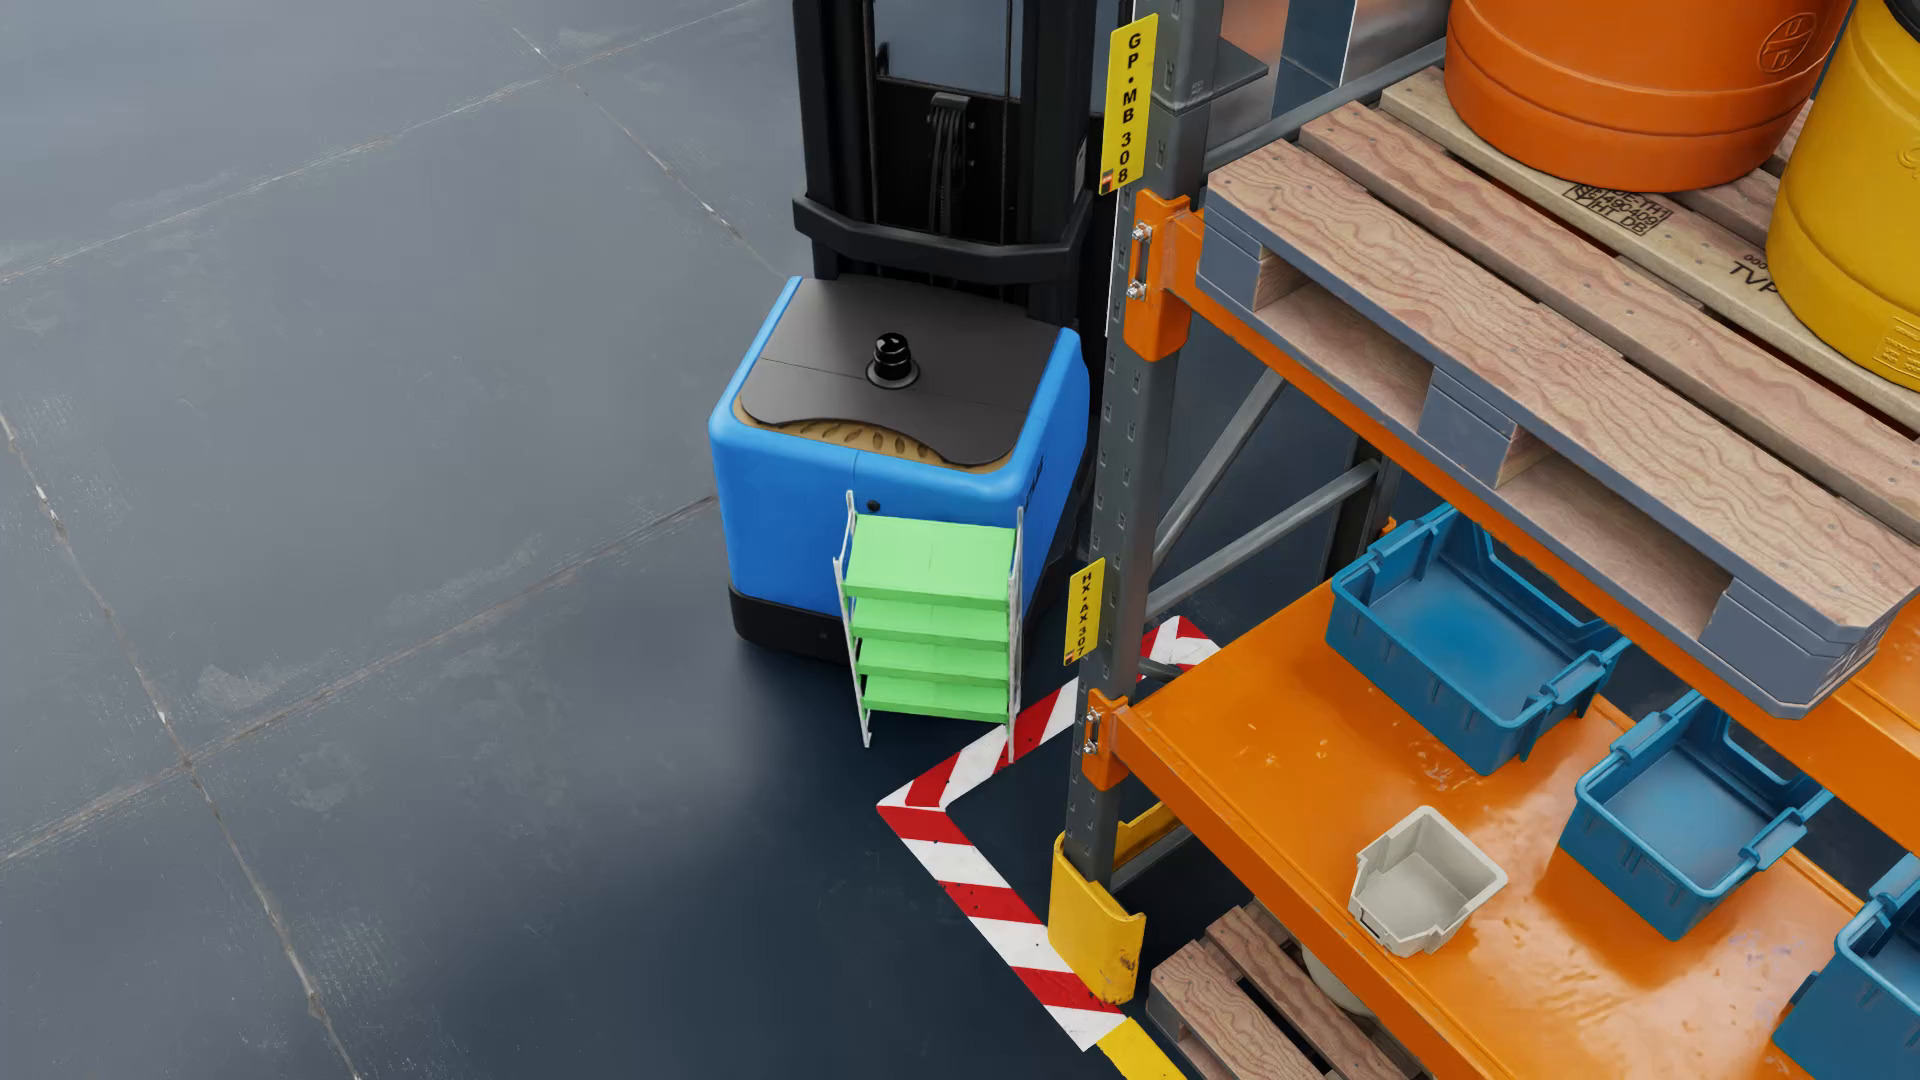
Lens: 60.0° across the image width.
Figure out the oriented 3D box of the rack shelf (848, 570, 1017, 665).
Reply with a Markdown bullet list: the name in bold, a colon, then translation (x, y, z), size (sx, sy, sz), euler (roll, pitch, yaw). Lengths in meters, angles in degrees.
- **rack shelf**: translation (-0.076, 0.209, 4.995), size (0.480, 0.148, 0.258), euler (5, 58, 5)

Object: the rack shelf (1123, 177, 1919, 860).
- **rack shelf**: translation (1.941, 0.433, 2.294), size (1.077, 0.370, 4.000), euler (-29, 54, -24)

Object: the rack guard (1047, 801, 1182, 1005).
- **rack guard**: translation (0.813, 0.883, 5.112), size (1.175, 0.500, 0.348), euler (-29, 54, -24)

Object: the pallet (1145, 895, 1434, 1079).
- **pallet**: translation (1.301, 1.461, 4.783), size (1.003, 0.211, 1.213), euler (-29, 54, -24)

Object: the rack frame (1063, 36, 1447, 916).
- **rack frame**: translation (0.730, 0.019, 4.208), size (1.000, 3.000, 0.127), euler (-29, 54, -24)

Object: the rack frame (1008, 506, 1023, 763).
- **rack frame**: translation (0.170, 0.326, 5.122), size (0.015, 1.200, 0.240), euler (5, 58, 5)

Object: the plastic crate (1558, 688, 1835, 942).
- **plastic crate**: translation (1.660, 0.616, 3.768), size (0.499, 0.251, 0.408), euler (-29, 54, -24)

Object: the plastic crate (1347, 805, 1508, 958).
- **plastic crate**: translation (1.016, 0.780, 3.696), size (0.298, 0.136, 0.250), euler (-29, 54, -24)

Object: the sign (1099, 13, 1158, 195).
- **sign**: translation (0.290, -0.747, 2.872), size (0.100, 0.325, 0.005), euler (-29, 54, -24)

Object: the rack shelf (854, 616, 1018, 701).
- **rack shelf**: translation (-0.070, 0.337, 5.198), size (0.480, 0.148, 0.258), euler (5, 58, 5)

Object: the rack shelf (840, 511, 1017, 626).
- **rack shelf**: translation (-0.082, 0.081, 4.792), size (0.480, 0.148, 0.258), euler (5, 58, 5)

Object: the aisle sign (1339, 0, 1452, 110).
- **aisle sign**: translation (0.923, -1.030, 3.404), size (0.394, 0.787, 0.004), euler (-29, 54, -24)

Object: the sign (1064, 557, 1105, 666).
- **sign**: translation (0.290, 0.171, 3.884), size (0.100, 0.325, 0.005), euler (-29, 54, -24)

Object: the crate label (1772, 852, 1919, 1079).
- **crate label**: translation (2.060, 0.971, 3.321), size (0.502, 0.435, 0.616), euler (-29, 54, -24)

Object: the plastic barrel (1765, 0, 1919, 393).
- **plastic barrel**: translation (1.521, -0.577, 2.314), size (0.600, 0.588, 0.600), euler (0, 48, 0)

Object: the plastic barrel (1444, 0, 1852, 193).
- **plastic barrel**: translation (1.125, -1.044, 2.574), size (0.600, 0.830, 0.708), euler (-29, 54, -24)

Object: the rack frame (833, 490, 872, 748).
- **rack frame**: translation (-0.313, 0.280, 5.166), size (0.015, 1.200, 0.240), euler (5, 58, 5)

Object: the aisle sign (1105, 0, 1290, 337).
- **aisle sign**: translation (0.453, -0.765, 3.164), size (0.394, 0.787, 0.004), euler (-29, 54, -24)

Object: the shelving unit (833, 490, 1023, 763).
- **shelving unit**: translation (-0.071, 0.303, 5.144), size (0.503, 1.200, 0.258), euler (5, 58, 5)

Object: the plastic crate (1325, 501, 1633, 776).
- **plastic crate**: translation (1.271, 0.230, 4.117), size (0.499, 0.251, 0.616), euler (-29, 54, -24)

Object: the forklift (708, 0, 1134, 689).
- **forklift**: translation (0.107, -1.564, 5.689), size (1.130, 2.935, 3.031), euler (12, 49, 11)

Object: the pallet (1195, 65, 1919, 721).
- **pallet**: translation (1.153, -0.393, 2.685), size (1.003, 0.211, 1.213), euler (-29, 54, -24)

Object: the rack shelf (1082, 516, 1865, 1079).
- **rack shelf**: translation (1.941, 1.440, 3.405), size (1.077, 0.370, 4.000), euler (-29, 54, -24)

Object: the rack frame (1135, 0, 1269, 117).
- **rack frame**: translation (0.730, -1.996, 1.985), size (1.000, 3.000, 0.127), euler (-29, 54, -24)

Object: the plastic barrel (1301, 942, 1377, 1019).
- **plastic barrel**: translation (1.189, 1.068, 4.653), size (0.421, 0.512, 0.421), euler (0, 48, 0)

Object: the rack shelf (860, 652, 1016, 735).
- **rack shelf**: translation (-0.064, 0.465, 5.401), size (0.480, 0.148, 0.258), euler (5, 58, 5)

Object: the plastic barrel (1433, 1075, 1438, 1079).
- **plastic barrel**: translation (1.493, 1.363, 4.385), size (0.421, 0.512, 0.421), euler (0, 48, 0)
